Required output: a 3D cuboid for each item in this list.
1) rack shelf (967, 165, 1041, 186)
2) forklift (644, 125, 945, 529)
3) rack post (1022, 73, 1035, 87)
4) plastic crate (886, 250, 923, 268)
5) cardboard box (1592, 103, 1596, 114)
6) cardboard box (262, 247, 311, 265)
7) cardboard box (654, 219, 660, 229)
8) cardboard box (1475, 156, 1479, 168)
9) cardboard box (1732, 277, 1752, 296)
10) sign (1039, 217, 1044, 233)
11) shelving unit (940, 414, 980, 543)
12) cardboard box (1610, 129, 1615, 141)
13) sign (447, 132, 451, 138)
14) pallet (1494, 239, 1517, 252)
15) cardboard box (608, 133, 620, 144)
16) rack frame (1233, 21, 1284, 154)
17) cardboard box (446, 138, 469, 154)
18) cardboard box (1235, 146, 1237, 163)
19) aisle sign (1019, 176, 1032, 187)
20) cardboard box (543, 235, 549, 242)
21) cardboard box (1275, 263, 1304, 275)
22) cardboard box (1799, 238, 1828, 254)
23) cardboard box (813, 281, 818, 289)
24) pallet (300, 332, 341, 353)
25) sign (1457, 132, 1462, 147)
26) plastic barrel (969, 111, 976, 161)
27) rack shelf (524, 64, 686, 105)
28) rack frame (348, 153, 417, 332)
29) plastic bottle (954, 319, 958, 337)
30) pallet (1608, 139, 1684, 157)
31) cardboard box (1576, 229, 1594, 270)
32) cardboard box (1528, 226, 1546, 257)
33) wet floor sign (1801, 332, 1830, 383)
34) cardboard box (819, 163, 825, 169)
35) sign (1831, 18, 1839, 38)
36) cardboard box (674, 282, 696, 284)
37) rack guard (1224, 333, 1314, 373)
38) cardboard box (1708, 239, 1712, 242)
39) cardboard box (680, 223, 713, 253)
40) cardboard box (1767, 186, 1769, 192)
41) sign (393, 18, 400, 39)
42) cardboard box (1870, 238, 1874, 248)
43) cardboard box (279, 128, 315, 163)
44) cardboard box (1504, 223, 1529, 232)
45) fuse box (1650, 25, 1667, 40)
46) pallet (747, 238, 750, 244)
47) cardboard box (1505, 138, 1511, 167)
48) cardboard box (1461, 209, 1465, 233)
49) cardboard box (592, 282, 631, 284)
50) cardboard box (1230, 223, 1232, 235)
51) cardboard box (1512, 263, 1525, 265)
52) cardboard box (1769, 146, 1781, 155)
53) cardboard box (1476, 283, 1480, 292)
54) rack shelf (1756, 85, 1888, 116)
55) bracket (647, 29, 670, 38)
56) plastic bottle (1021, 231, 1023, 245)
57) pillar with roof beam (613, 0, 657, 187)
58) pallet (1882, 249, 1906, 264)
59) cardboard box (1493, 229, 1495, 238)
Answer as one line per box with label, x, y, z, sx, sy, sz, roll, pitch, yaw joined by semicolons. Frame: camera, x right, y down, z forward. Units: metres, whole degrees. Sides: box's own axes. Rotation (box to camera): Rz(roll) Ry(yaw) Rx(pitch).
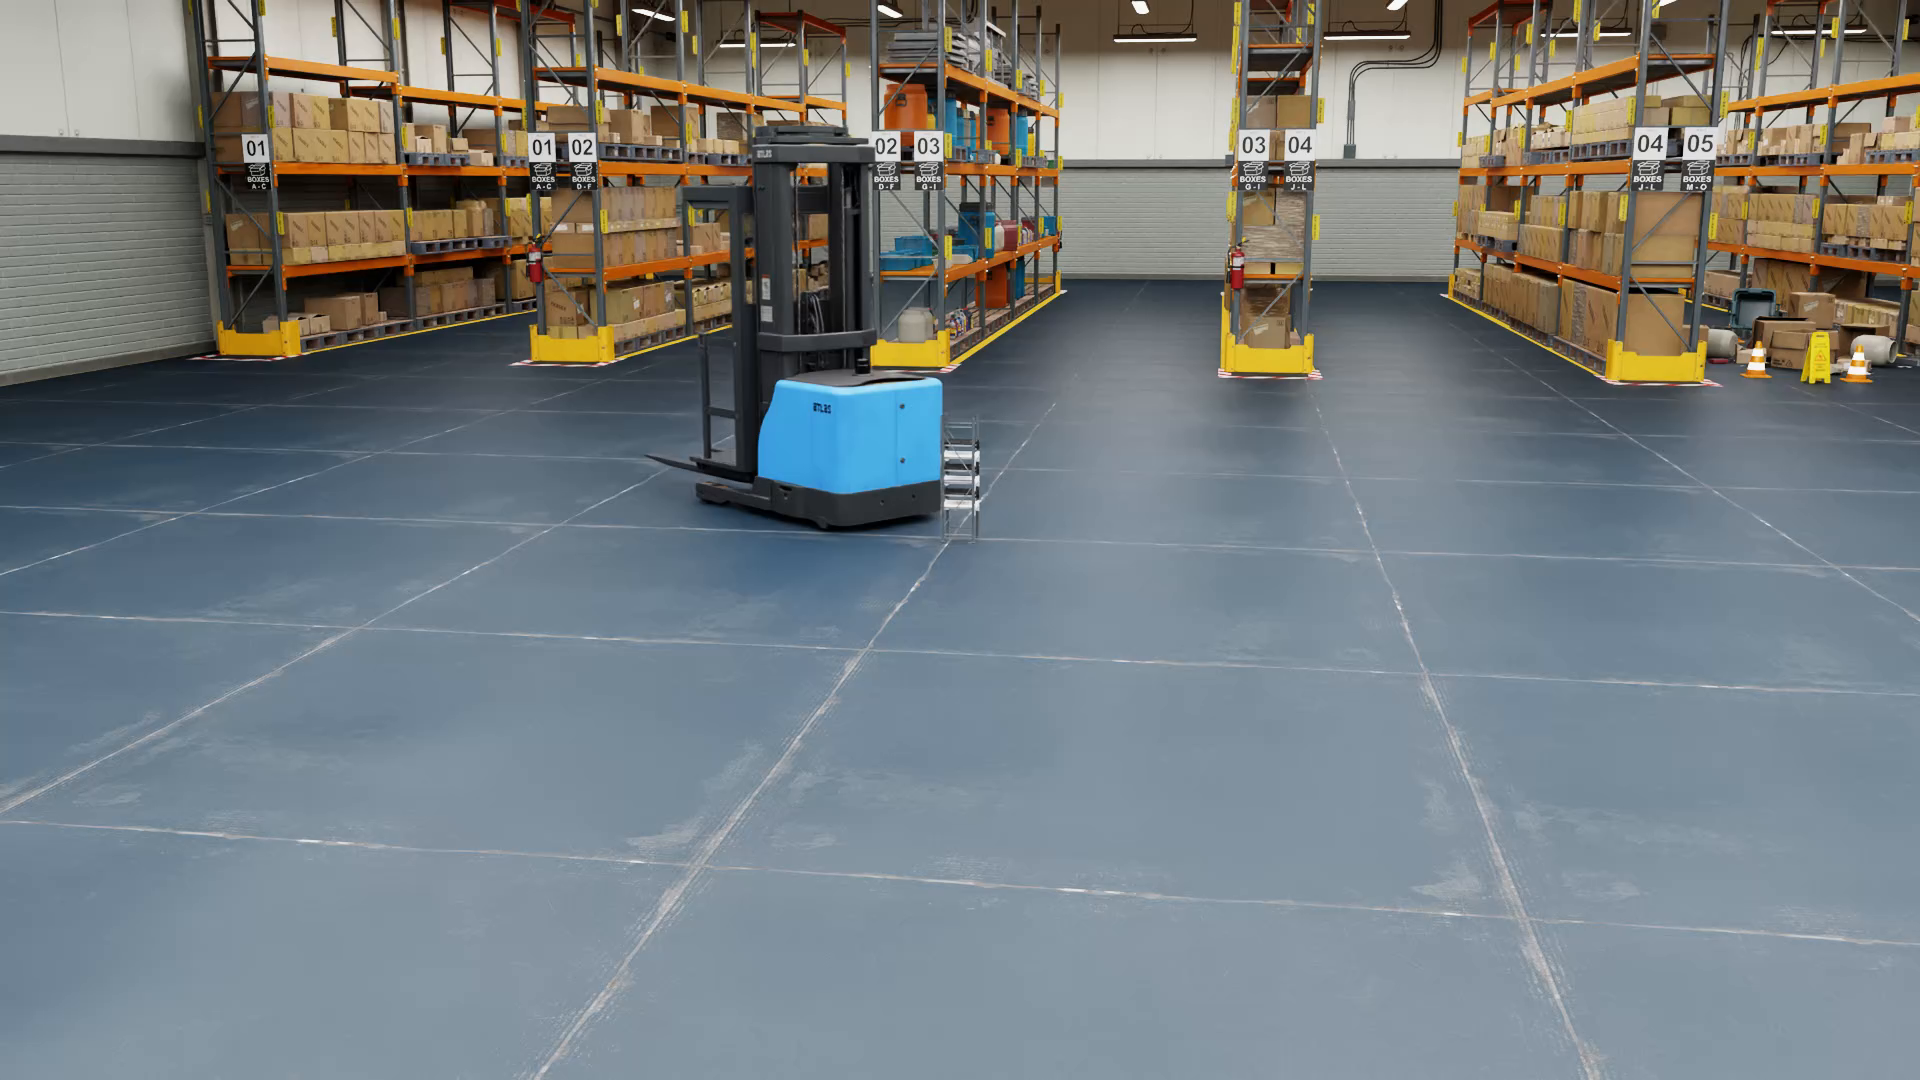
rack shelf;0.834;-7.111;32.458;1.077;0.370;4.000;2;12;9
forklift;-1.475;-1.764;13.221;1.130;2.935;3.031;-11;16;-41
rack post;0.981;-9.134;33.197;0.937;0.300;0.954;2;12;8
plastic crate;-0.817;-4.091;24.209;0.499;0.251;0.408;2;12;9
cardboard box;9.104;-6.063;23.356;0.380;0.149;0.250;2;12;9
cardboard box;-10.104;-4.264;24.965;0.500;0.250;0.500;2;12;7
cardboard box;-4.971;-4.999;26.294;0.380;0.149;0.250;2;12;8
cardboard box;10.895;-7.784;34.227;0.500;0.250;0.500;2;12;8
cardboard box;16.030;-5.011;33.211;0.875;0.438;0.875;2;12;8
sign;1.685;-6.530;34.516;0.100;0.325;0.005;2;12;9
shelving unit;0.001;-0.442;11.906;0.258;0.900;0.210;2;12;9
cardboard box;8.910;-5.409;22.214;0.380;0.149;0.250;2;12;9
sign;-9.810;-7.679;31.968;0.100;0.325;0.005;2;12;9
pallet;10.310;-5.296;29.903;1.213;0.211;1.003;2;12;9
cardboard box;-5.243;-5.933;24.548;0.380;0.149;0.250;2;12;9
rack frame;6.651;-10.018;37.117;1.000;3.000;0.127;2;12;9
cardboard box;-9.554;-7.161;30.688;0.797;0.503;0.637;4;13;17
cardboard box;4.320;-5.681;24.471;0.500;0.250;0.500;1;12;6
aisle sign;1.474;-8.541;38.334;0.394;0.787;0.004;2;12;9
cardboard box;-8.711;-6.223;34.299;0.380;0.149;0.250;2;12;10
cardboard box;4.469;-3.683;22.560;0.380;0.149;0.250;2;12;9
cardboard box;15.034;-5.139;29.075;0.500;0.250;0.500;1;12;7
cardboard box;-3.351;-5.665;36.840;0.380;0.166;0.250;2;12;9
pallet;-10.322;-3.056;25.675;1.003;0.211;1.213;2;12;9
sign;11.000;-8.814;36.579;0.100;0.325;0.005;2;12;9
plastic barrel;-0.024;-6.844;28.321;0.600;0.901;0.708;2;12;9
rack shelf;-5.290;-6.878;25.205;1.077;0.370;4.000;2;12;9
rack frame;-9.878;-5.068;28.392;1.000;3.000;0.127;2;12;9
plastic bottle;-0.064;-3.216;25.199;0.061;0.283;0.133;2;12;10
pallet;9.179;-5.150;21.862;1.003;0.211;1.213;2;12;9
cardboard box;9.384;-4.178;23.902;0.875;0.550;0.550;2;12;9
cardboard box;9.817;-4.991;27.796;0.500;0.500;0.500;2;12;9
wet floor sign;11.027;-2.351;21.373;0.267;0.644;0.232;0;12;-1
cardboard box;-3.274;-8.268;36.476;0.500;0.250;0.500;2;12;9
sign;14.664;-8.582;27.864;0.100;0.325;0.005;2;12;9
cardboard box;-4.970;-4.454;29.741;0.500;0.311;0.500;2;12;8
rack guard;4.202;-2.548;22.631;1.175;0.500;0.348;2;12;9
cardboard box;15.939;-6.511;34.846;0.500;0.500;0.500;2;12;8
cardboard box;-4.690;-5.331;29.372;0.500;0.500;0.500;2;12;9
cardboard box;15.708;-6.912;32.795;0.380;0.149;0.250;2;12;10
sign;-9.345;-8.475;27.554;0.100;0.325;0.005;2;12;9
cardboard box;14.575;-4.676;26.172;0.380;0.149;0.250;2;12;9
cardboard box;-10.077;-5.933;24.998;0.500;0.500;0.500;3;12;12
cardboard box;9.932;-5.583;29.675;0.380;0.149;0.250;2;12;10
fuse box;17.033;-12.438;40.752;0.513;0.334;0.176;2;12;9
pallet;-4.073;-6.053;33.414;1.003;0.211;1.213;2;12;9
cardboard box;10.288;-7.089;30.409;0.500;0.500;0.500;2;12;9
cardboard box;11.137;-6.901;35.951;0.500;0.500;0.500;2;12;9
cardboard box;-5.517;-3.842;26.450;0.500;0.500;0.500;2;12;9
cardboard box;5.844;-6.425;34.336;0.500;0.250;0.500;2;12;8
cardboard box;11.056;-5.257;32.424;0.500;0.250;0.500;2;12;7
cardboard box;15.287;-7.237;30.890;0.380;0.166;0.250;1;12;5
cardboard box;10.655;-5.104;33.619;0.380;0.149;0.250;2;12;10
rack shelf;15.520;-7.900;29.949;1.077;0.370;4.000;2;12;9
bracket;-7.784;-13.294;43.776;0.076;0.066;3.189;2;12;9
plastic bottle;1.154;-5.957;32.634;0.144;0.351;0.185;2;12;9
pillar with roof beam;-4.218;-10.950;41.442;9.100;9.000;0.548;2;12;9
pallet;14.859;-4.327;25.404;1.003;0.211;1.213;2;12;9
cardboard box;10.130;-5.705;30.944;0.380;0.149;0.250;2;12;10
